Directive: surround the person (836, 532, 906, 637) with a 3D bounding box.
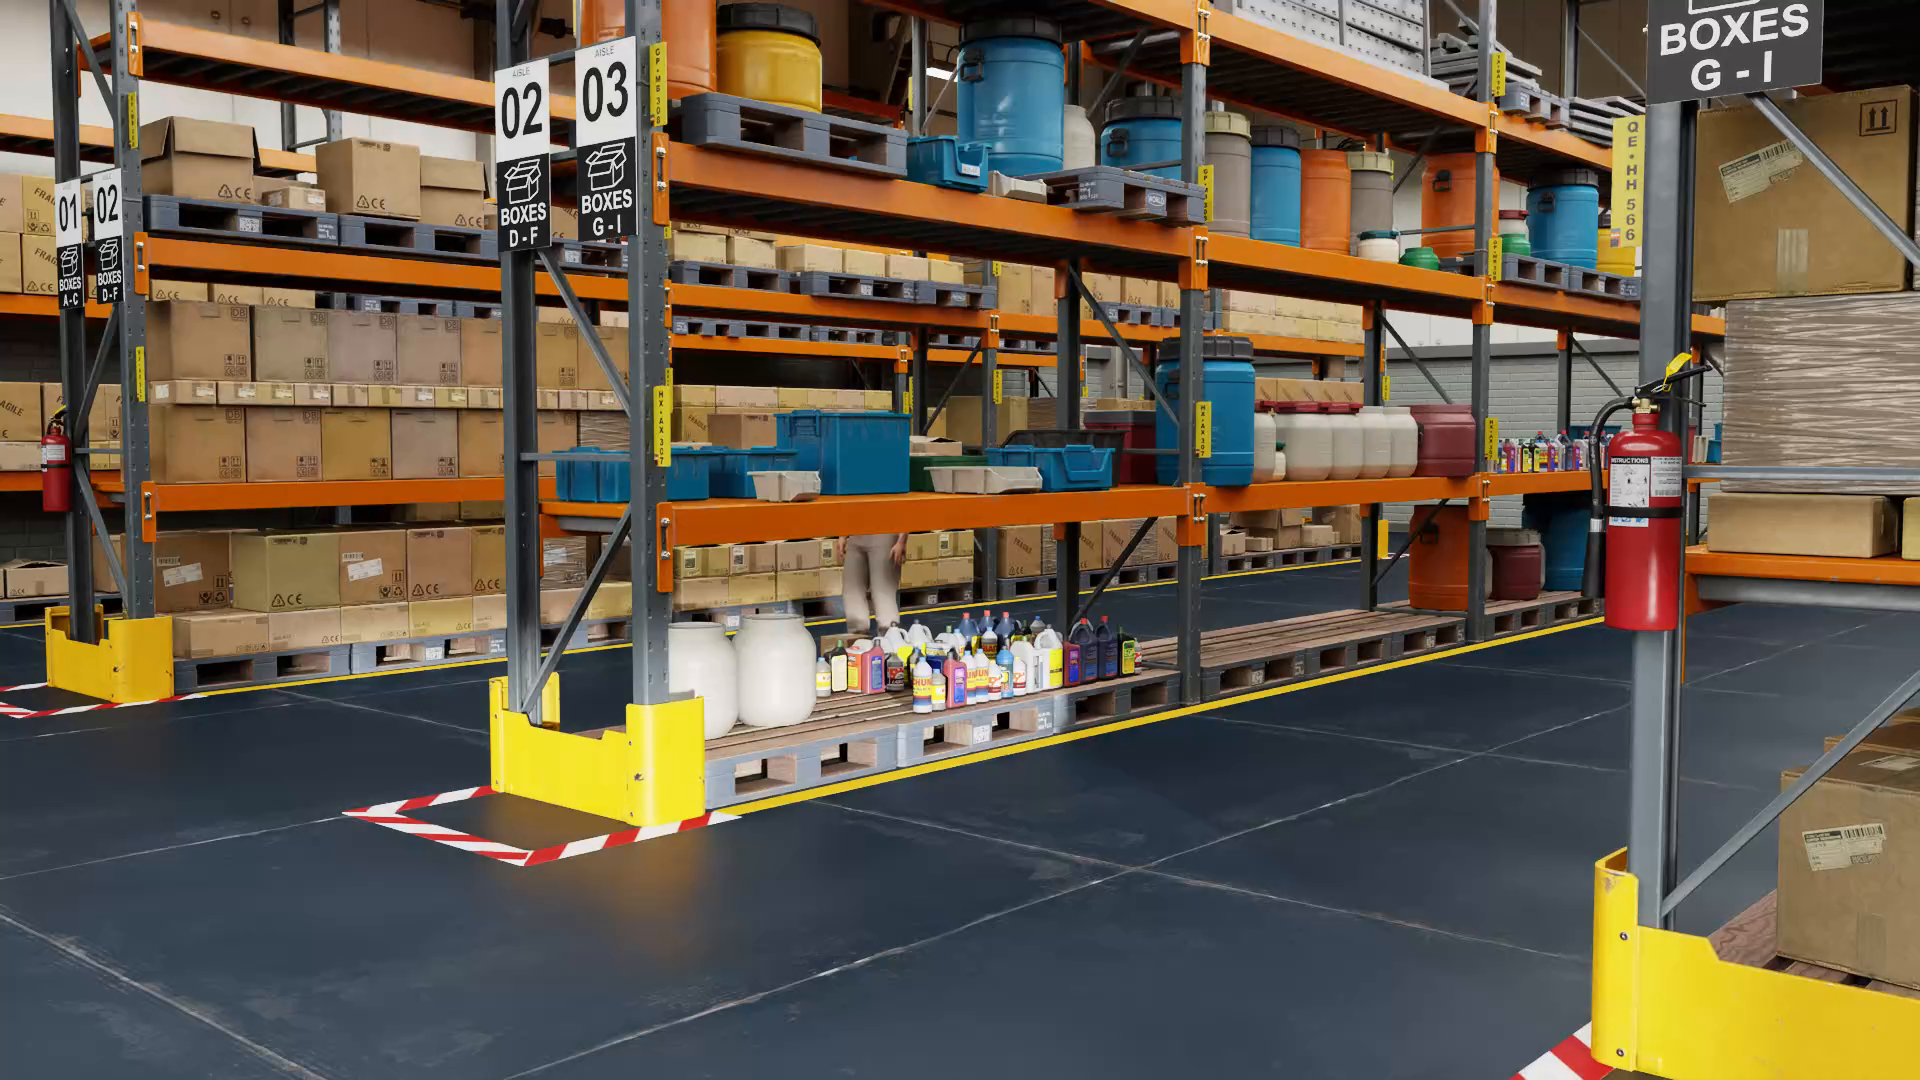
[{"bbox_3d":[-0.605,0.026,11.425,0.592,1.726,0.387,3,5,40],"label":"person"}]
